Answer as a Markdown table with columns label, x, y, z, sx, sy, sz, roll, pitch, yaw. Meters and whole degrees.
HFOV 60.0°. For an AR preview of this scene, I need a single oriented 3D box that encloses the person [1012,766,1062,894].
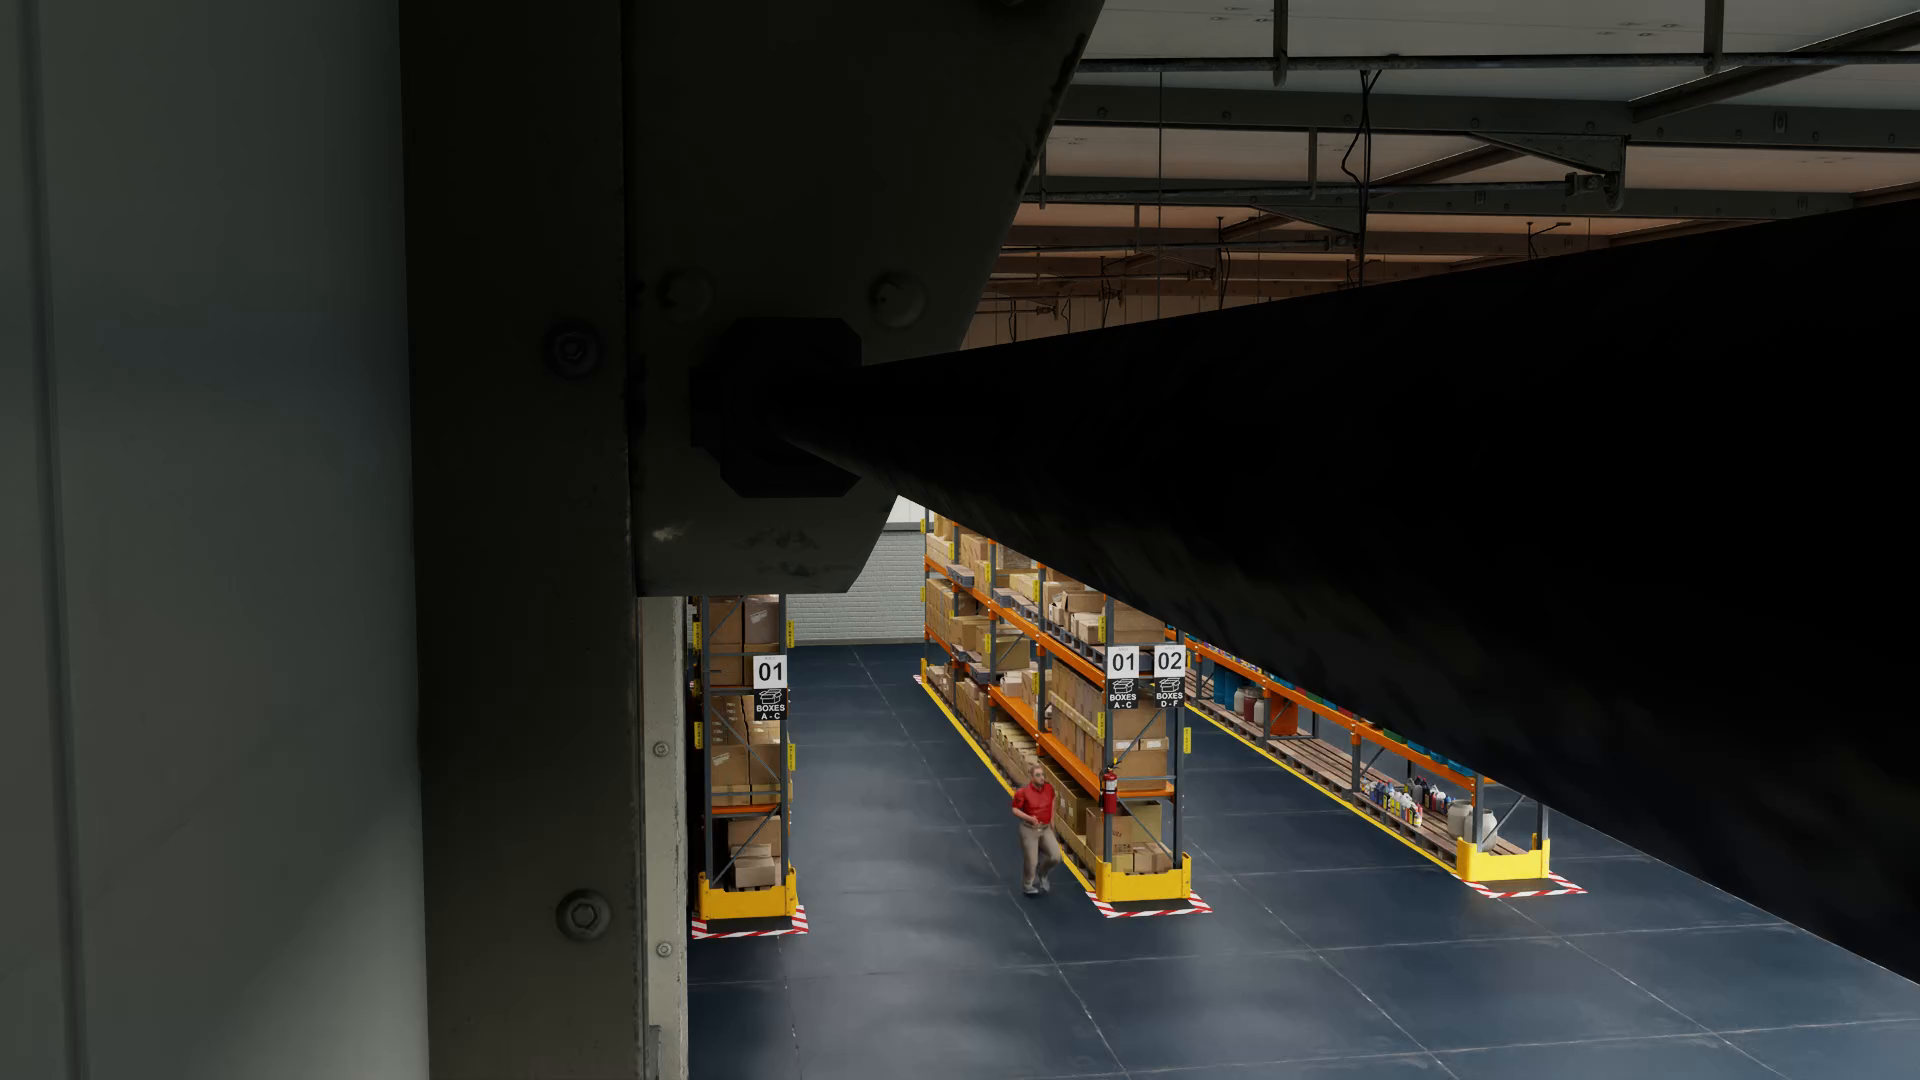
| label | x | y | z | sx | sy | sz | roll | pitch | yaw |
| --- | --- | --- | --- | --- | --- | --- | --- | --- | --- |
| person | 0.986 | 3.652 | 20.826 | 0.689 | 1.658 | 0.674 | -2 | 6 | -25 |
